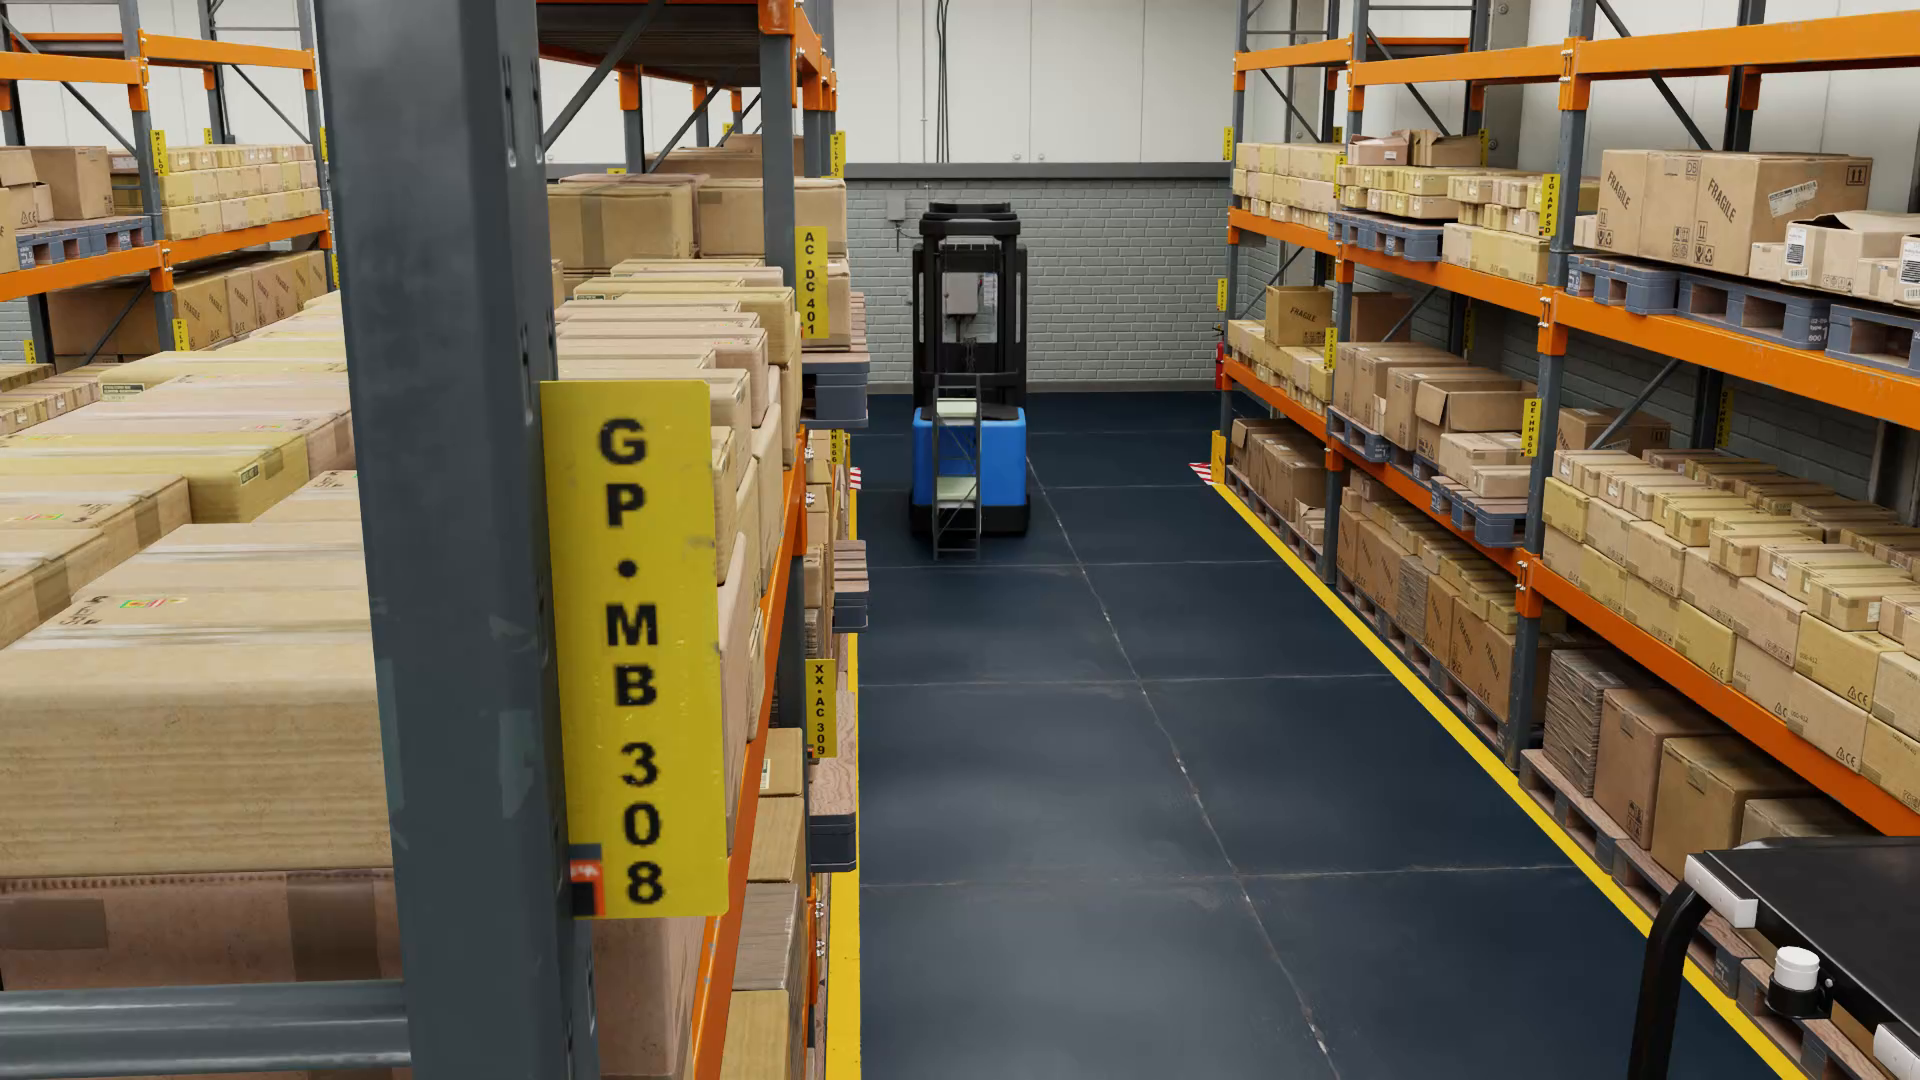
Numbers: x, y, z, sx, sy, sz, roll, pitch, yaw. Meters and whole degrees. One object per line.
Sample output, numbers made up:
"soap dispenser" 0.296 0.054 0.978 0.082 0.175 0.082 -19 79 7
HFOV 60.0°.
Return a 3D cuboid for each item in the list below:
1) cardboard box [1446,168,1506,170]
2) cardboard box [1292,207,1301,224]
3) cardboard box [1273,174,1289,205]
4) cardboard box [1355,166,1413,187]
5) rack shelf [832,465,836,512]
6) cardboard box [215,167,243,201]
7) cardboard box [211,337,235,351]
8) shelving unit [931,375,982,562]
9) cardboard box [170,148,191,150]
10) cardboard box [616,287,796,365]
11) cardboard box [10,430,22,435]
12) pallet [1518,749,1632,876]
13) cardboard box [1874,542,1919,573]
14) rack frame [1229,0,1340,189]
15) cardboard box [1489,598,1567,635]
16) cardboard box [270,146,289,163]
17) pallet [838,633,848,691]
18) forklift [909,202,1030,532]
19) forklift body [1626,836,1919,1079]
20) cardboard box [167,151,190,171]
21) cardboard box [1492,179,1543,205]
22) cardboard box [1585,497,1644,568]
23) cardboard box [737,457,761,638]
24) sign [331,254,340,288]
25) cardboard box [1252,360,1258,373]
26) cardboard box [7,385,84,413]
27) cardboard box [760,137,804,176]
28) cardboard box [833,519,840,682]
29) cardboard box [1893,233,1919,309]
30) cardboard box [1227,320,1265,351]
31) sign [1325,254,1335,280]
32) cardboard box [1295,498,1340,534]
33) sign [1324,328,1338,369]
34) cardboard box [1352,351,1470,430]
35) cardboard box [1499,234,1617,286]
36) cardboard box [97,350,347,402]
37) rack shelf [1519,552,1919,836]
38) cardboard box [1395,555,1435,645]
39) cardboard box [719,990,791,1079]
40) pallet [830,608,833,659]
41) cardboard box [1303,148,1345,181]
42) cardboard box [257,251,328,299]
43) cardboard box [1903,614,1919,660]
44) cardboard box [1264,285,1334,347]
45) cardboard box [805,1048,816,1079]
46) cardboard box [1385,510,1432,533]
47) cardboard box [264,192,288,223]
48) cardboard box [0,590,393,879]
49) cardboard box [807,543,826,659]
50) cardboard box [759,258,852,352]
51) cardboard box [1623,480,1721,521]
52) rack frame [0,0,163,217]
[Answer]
"cardboard box" 3.684 -2.572 11.845 0.380 0.149 0.250 0 14 -2
"cardboard box" 3.122 -2.843 14.539 0.380 0.149 0.250 -1 14 -3
"cardboard box" 3.113 -3.131 14.859 0.500 0.250 0.500 -1 14 -4
"cardboard box" 3.148 -2.689 12.301 0.380 0.149 0.250 -1 14 -3
"rack shelf" -1.351 -0.185 11.169 1.077 0.370 4.000 -1 14 -3
"cardboard box" -6.243 -2.924 13.649 0.500 0.250 0.500 -1 14 -2
"cardboard box" -6.226 -1.372 13.540 0.500 0.500 0.500 -1 14 -3
"shelving unit" -0.025 -0.634 14.479 0.431 1.500 0.755 0 14 0
"cardboard box" -6.797 -3.268 14.187 0.380 0.149 0.250 0 14 -2
"cardboard box" -0.575 -0.491 3.798 0.380 0.149 0.250 0 14 -2
"cardboard box" -6.072 -0.604 10.417 0.380 0.149 0.250 -1 14 -4
"pallet" 3.739 1.442 8.997 1.003 0.211 1.213 -1 14 -3
"cardboard box" 4.141 0.110 7.076 0.380 0.149 0.250 -1 14 -4
"rack frame" 3.231 -5.008 16.433 1.000 3.000 0.127 -1 14 -3
"cardboard box" 3.444 0.461 10.088 0.380 0.149 0.250 -2 15 -6
"cardboard box" -6.284 -3.470 14.972 0.380 0.149 0.250 -1 14 -3
"pallet" -1.273 0.815 11.437 1.003 0.211 1.213 -1 14 -3
"forklift" 0.095 -1.803 16.151 1.130 2.935 3.031 0 14 0
"forklift body" 2.284 1.844 3.544 2.313 2.155 1.214 -1 14 -3
"cardboard box" -6.241 -2.950 12.951 0.380 0.149 0.250 -1 14 -4
"cardboard box" 3.459 -2.108 10.083 0.380 0.149 0.250 -1 14 -4
"cardboard box" 3.541 -0.044 8.476 0.500 0.250 0.500 0 14 -2
"cardboard box" -0.575 0.047 2.509 0.500 0.250 0.500 0 14 -2
"sign" -6.102 -2.641 16.314 0.100 0.325 0.005 -1 14 -3
"cardboard box" 3.045 -1.704 16.134 0.380 0.149 0.250 0 14 -2
"cardboard box" -6.129 -0.945 11.145 0.380 0.149 0.250 -1 14 -5
"cardboard box" -1.302 -2.933 13.143 0.500 0.500 0.500 -1 14 -2
"cardboard box" -1.238 0.395 10.893 0.875 0.875 0.875 -1 14 -3
"cardboard box" 3.687 -0.956 5.839 0.500 0.311 0.500 -1 14 -5
"cardboard box" 2.991 -2.057 16.707 0.500 0.250 0.500 -1 14 -3
"sign" 3.787 -2.820 17.011 0.100 0.325 0.005 -1 14 -3
"cardboard box" 3.129 -0.210 14.468 0.396 0.266 0.258 0 14 -1
"sign" 2.938 -1.517 13.166 0.100 0.325 0.005 -1 14 -3
"cardboard box" 3.318 -1.107 12.267 0.700 0.500 0.500 -1 14 -3
"cardboard box" 3.453 -1.617 9.574 0.500 0.250 0.500 -1 14 -5
"cardboard box" -1.175 -0.224 2.761 0.380 0.149 0.250 -1 14 -2
"rack shelf" 3.851 0.732 7.604 1.077 0.370 4.000 -1 14 -3
"cardboard box" 3.380 0.408 11.593 0.500 0.500 0.500 -1 14 -5
"cardboard box" -0.591 1.257 3.322 0.500 0.500 0.500 -1 14 -5
"pallet" -1.063 0.549 7.259 1.003 0.211 1.213 -1 14 -3
"cardboard box" 3.167 -3.122 13.823 0.500 0.250 0.500 -1 14 -4
"cardboard box" -6.380 -2.491 15.883 0.500 0.500 0.500 -1 14 -5
"cardboard box" 3.698 0.373 6.053 0.380 0.149 0.250 -1 14 -4
"cardboard box" 3.084 -2.048 15.164 0.500 0.500 0.500 -1 14 -2
"cardboard box" -0.675 1.867 4.921 0.500 0.500 0.500 -1 14 -4
"cardboard box" 3.388 -0.123 12.355 0.380 0.149 0.250 -1 14 -4
"cardboard box" -6.308 -2.945 14.732 0.500 0.250 0.500 0 14 -1
"cardboard box" -0.550 0.145 1.327 0.380 0.149 0.250 -1 14 -4
"cardboard box" -0.754 0.317 6.132 0.500 0.500 0.500 -1 14 -3
"cardboard box" -0.615 -0.776 5.461 0.500 0.250 0.500 -1 14 -5
"cardboard box" 3.541 -0.197 8.272 0.380 0.149 0.250 -1 14 -3
"rack frame" -6.409 -3.834 11.870 1.000 3.000 0.127 -1 14 -3
